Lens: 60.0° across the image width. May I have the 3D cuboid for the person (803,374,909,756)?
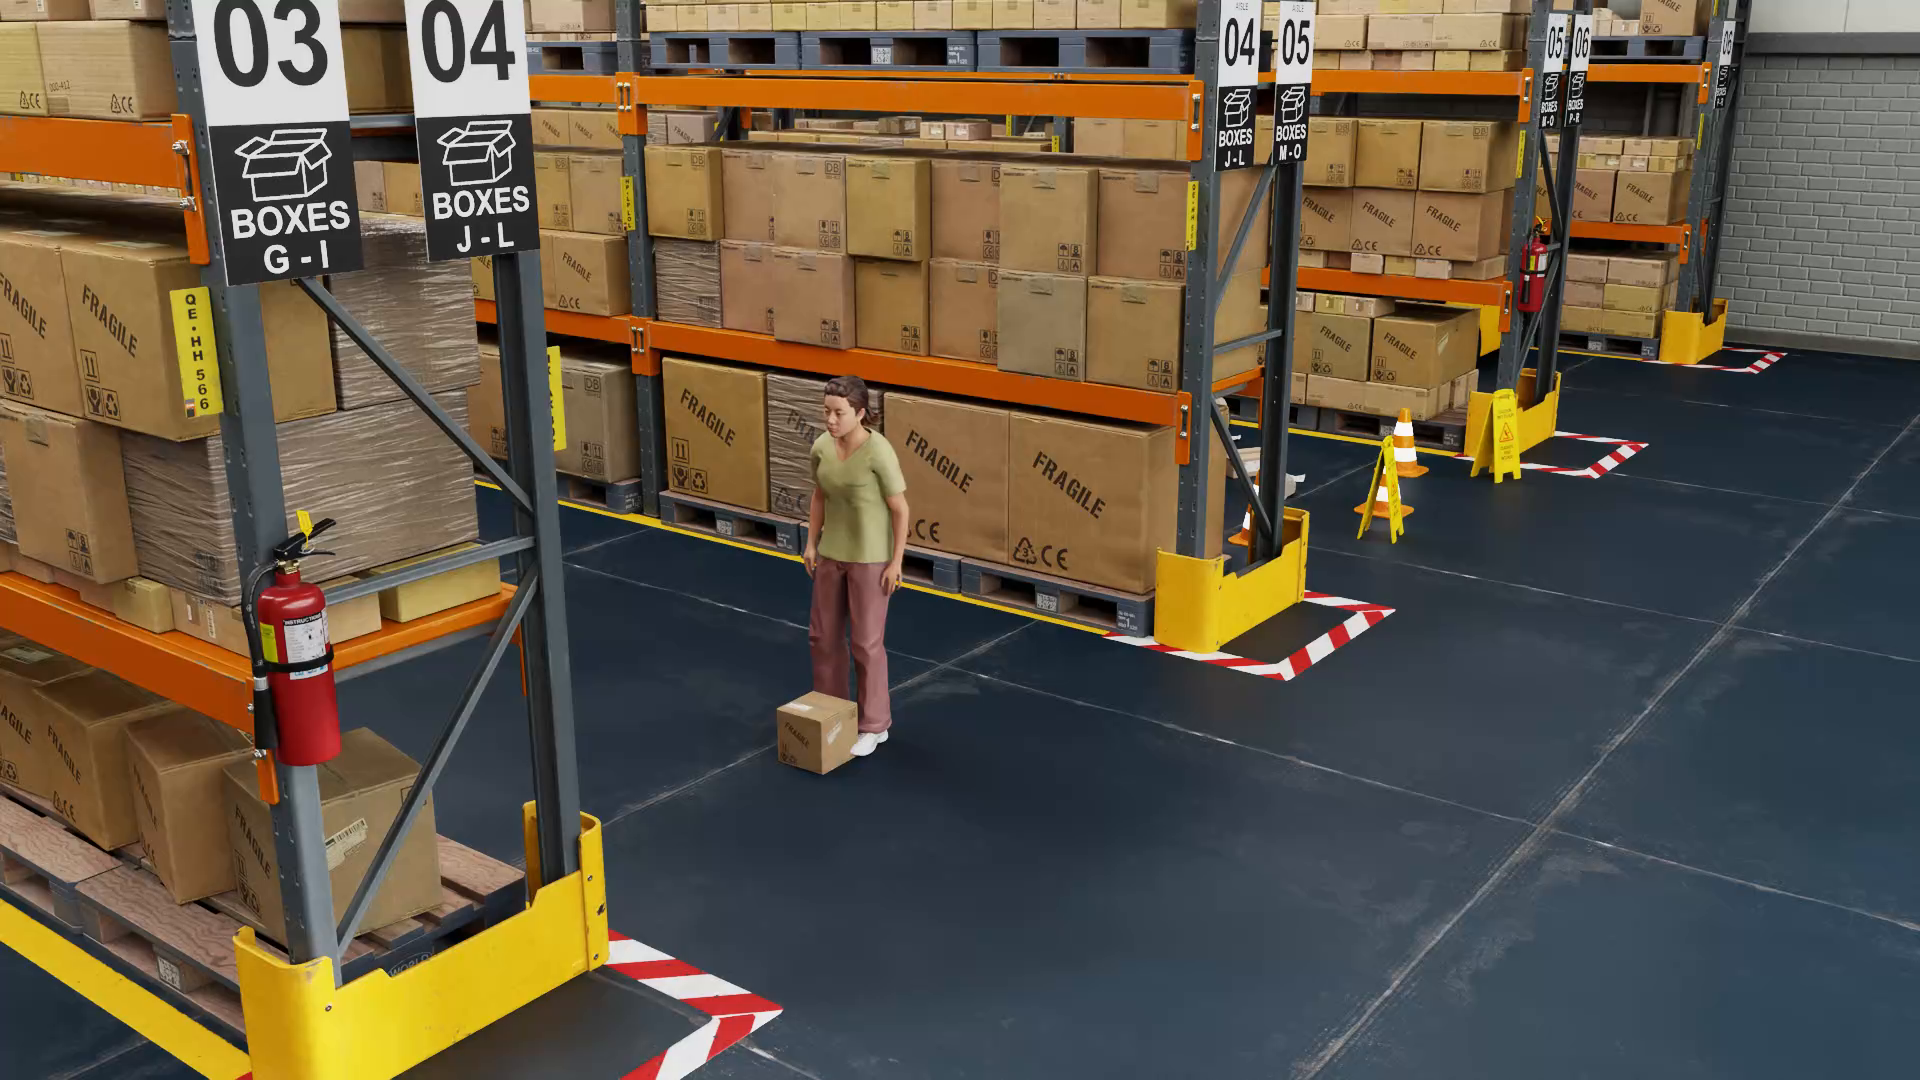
[{"bbox_3d":[-0.476,0.098,7.216,0.520,1.671,0.368,11,20,32],"label":"person"}]
